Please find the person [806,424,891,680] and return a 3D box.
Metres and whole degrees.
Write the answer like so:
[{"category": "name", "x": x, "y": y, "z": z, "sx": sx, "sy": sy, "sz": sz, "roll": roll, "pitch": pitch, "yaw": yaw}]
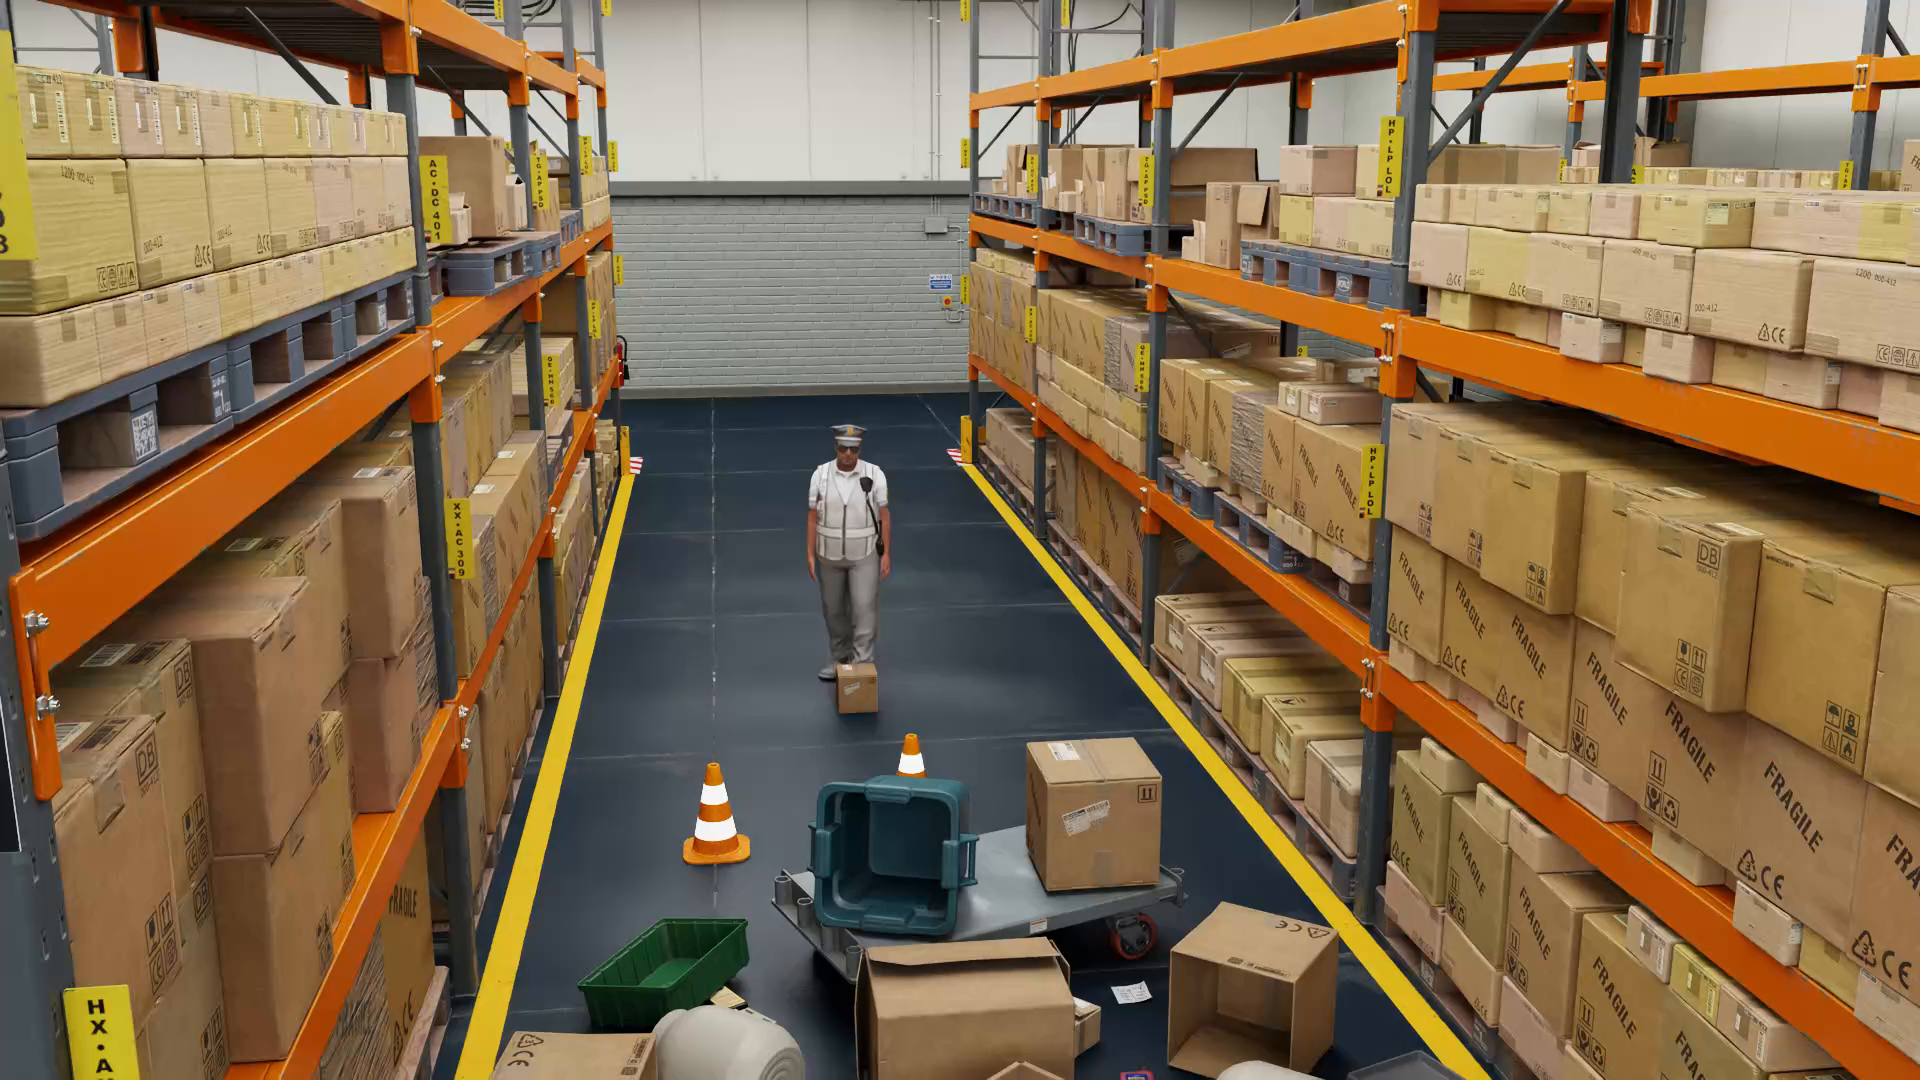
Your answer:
[{"category": "person", "x": -0.742, "y": 0.108, "z": 10.986, "sx": 0.555, "sy": 1.767, "sz": 0.671, "roll": 1, "pitch": 13, "yaw": 4}]
